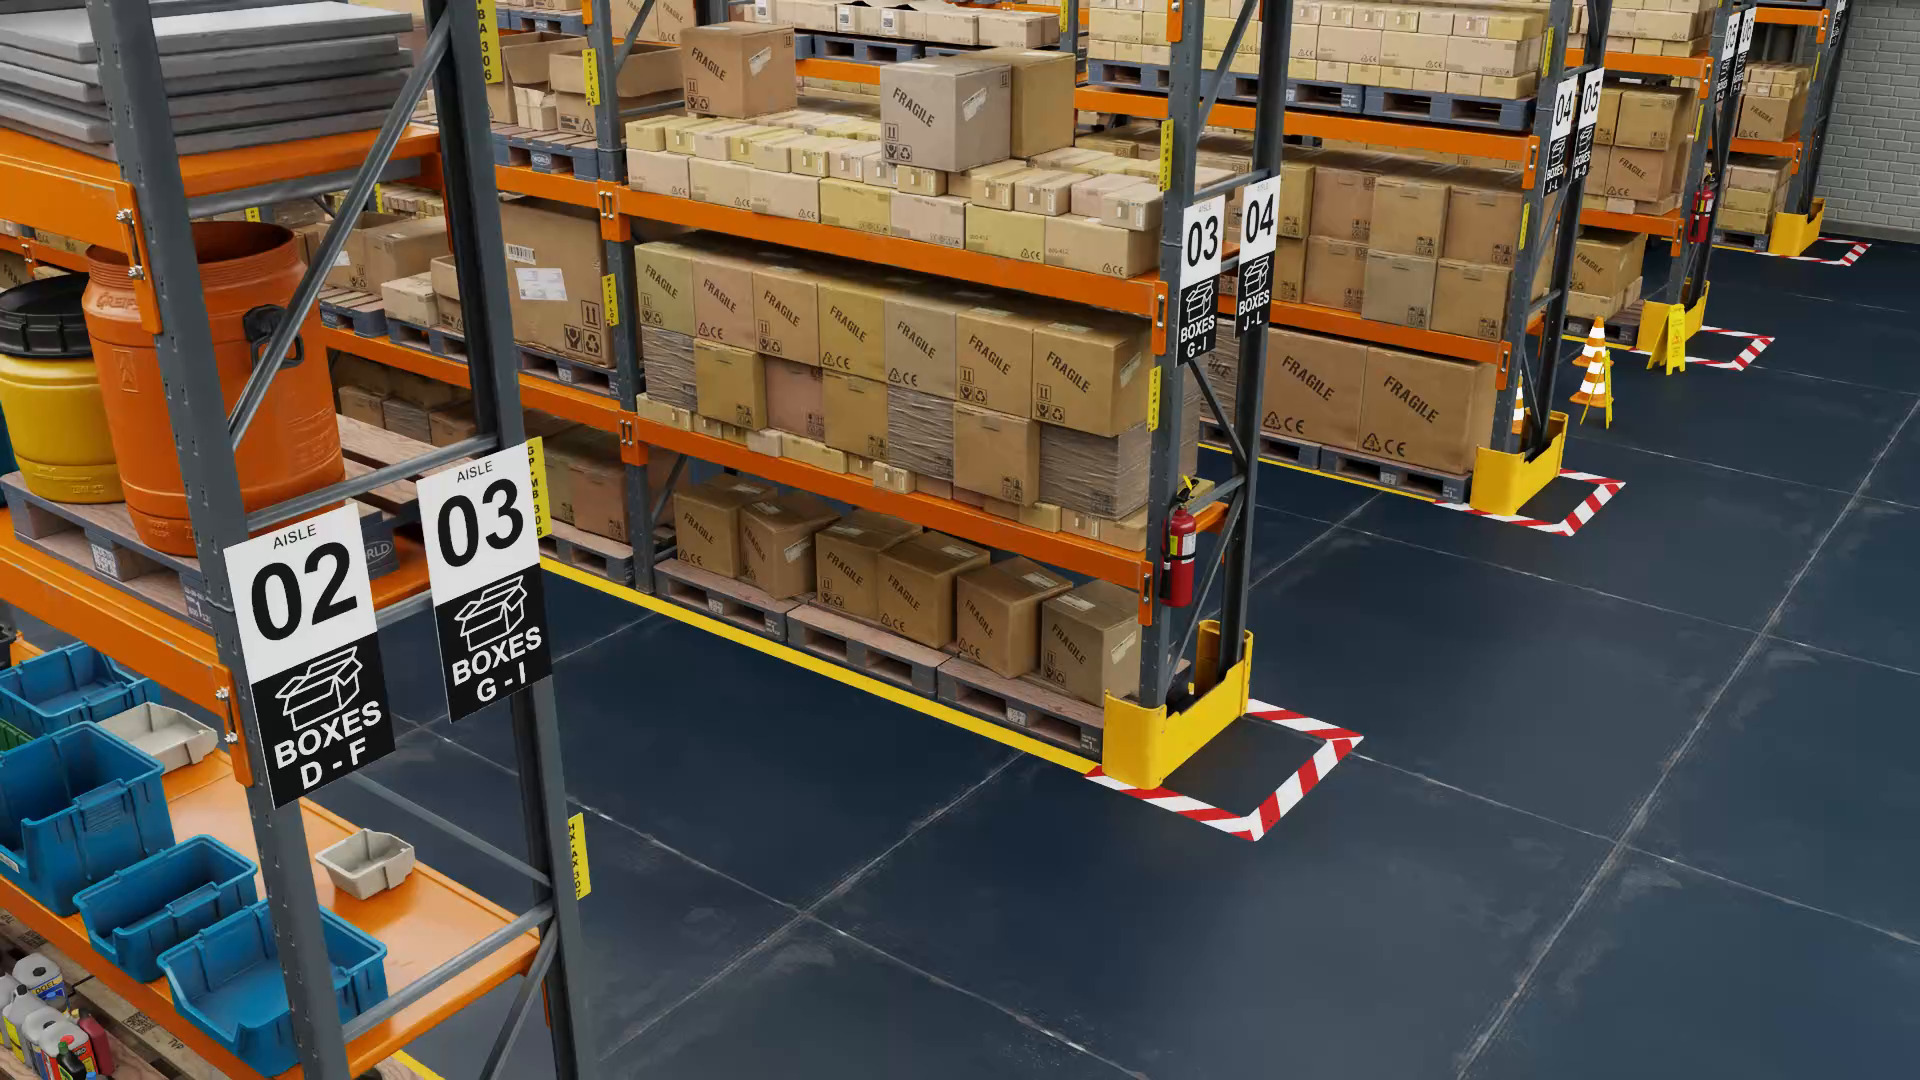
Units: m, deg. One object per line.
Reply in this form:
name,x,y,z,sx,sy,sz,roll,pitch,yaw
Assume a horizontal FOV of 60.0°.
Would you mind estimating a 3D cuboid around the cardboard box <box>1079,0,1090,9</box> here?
cardboard box,1.611,-6.518,19.480,0.500,0.500,0.700,17,29,33

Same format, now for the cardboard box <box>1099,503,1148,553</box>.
cardboard box,0.965,-0.088,9.041,0.250,0.149,0.380,17,29,33

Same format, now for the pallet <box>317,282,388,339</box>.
pallet,-4.451,-1.909,13.101,1.003,0.211,1.213,17,29,33

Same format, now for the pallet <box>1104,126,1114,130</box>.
pallet,2.467,-4.779,19.614,1.213,0.211,1.003,17,29,33

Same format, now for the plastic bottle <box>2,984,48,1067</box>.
plastic bottle,-3.818,1.964,6.813,0.185,0.351,0.144,18,30,35

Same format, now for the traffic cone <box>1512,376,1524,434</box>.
traffic cone,4.799,-1.202,14.404,0.334,0.463,0.336,17,29,33

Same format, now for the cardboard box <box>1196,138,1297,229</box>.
cardboard box,2.306,-2.936,13.667,0.550,0.550,0.875,17,29,33

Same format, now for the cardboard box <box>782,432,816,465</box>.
cardboard box,-0.878,-0.609,10.224,0.250,0.149,0.380,17,29,33

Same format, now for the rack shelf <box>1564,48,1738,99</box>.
rack shelf,5.660,-4.925,16.879,4.000,0.370,1.077,17,29,33

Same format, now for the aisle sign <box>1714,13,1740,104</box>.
aisle sign,7.136,-4.479,15.471,0.004,0.787,0.394,17,29,33

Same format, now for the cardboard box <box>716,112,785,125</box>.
cardboard box,-1.292,-2.575,10.345,0.250,0.149,0.380,17,29,34

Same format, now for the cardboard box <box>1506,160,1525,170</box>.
cardboard box,5.864,-3.867,16.813,0.500,0.500,0.500,17,29,33

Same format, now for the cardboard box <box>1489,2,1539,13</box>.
cardboard box,4.096,-3.881,12.296,0.250,0.149,0.380,17,29,34

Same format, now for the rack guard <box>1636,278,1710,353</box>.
rack guard,7.199,-2.272,16.787,0.348,0.500,1.175,17,29,33

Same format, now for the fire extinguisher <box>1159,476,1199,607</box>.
fire extinguisher,1.132,0.011,8.600,0.183,0.674,0.296,17,29,33

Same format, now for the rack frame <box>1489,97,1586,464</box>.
rack frame,4.372,-1.776,12.561,0.127,3.000,1.000,17,29,33

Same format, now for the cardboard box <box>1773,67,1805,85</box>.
cardboard box,9.821,-5.497,19.710,0.250,0.149,0.380,17,29,33

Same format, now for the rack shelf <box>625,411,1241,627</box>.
rack shelf,-0.284,-0.355,10.227,4.000,0.370,1.077,17,29,33

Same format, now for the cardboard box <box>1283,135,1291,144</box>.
cardboard box,3.482,-4.478,18.483,0.250,0.149,0.380,17,29,34

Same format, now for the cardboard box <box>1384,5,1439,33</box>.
cardboard box,3.287,-3.794,12.098,0.250,0.149,0.380,17,29,34

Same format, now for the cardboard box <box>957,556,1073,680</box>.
cardboard box,0.328,0.461,10.062,0.500,0.500,0.500,-17,29,-34

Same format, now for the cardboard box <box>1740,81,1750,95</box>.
cardboard box,9.395,-5.471,20.018,0.250,0.149,0.380,17,29,34

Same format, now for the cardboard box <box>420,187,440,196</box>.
cardboard box,-6.443,-4.302,20.570,0.250,0.149,0.380,15,28,31

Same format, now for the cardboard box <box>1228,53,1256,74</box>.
cardboard box,2.279,-3.734,12.951,0.250,0.149,0.380,17,29,33

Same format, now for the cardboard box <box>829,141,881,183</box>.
cardboard box,-0.516,-2.122,9.317,0.250,0.149,0.380,18,29,35

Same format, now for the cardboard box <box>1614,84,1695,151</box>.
cardboard box,6.720,-4.090,16.080,0.500,0.500,0.700,16,28,32

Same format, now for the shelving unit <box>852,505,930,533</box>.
shelving unit,-0.485,-0.369,11.599,0.503,1.200,0.258,14,28,29

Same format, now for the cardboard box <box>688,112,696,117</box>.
cardboard box,-2.905,-4.424,17.623,0.250,0.149,0.380,15,28,31

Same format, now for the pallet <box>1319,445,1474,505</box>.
pallet,3.685,-0.668,13.505,1.213,0.211,1.003,17,29,33

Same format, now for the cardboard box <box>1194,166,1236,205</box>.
cardboard box,1.235,-1.828,8.650,0.250,0.149,0.380,17,29,33

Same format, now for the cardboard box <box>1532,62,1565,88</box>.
cardboard box,4.290,-3.458,12.325,0.250,0.149,0.380,17,29,34

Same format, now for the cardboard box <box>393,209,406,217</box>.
cardboard box,-6.682,-4.015,20.288,0.250,0.149,0.380,15,28,31

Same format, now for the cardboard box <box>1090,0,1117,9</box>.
cardboard box,1.259,-4.406,13.488,0.250,0.149,0.380,17,29,34

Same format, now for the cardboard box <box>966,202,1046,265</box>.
cardboard box,0.377,-1.659,8.761,0.500,0.250,0.500,17,29,34

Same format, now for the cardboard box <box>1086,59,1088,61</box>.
cardboard box,1.809,-5.565,20.146,0.500,0.500,0.500,16,29,32

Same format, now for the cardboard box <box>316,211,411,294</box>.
cardboard box,-4.629,-2.255,13.003,0.500,0.500,0.500,13,27,27

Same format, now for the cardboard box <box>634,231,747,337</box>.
cardboard box,-1.677,-1.616,10.465,0.500,0.500,0.500,17,29,33

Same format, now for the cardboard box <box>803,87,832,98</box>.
cardboard box,-1.733,-5.915,22.140,0.500,0.250,0.500,16,28,32

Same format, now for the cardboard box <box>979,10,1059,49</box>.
cardboard box,0.510,-4.405,14.348,0.500,0.250,0.500,17,29,34

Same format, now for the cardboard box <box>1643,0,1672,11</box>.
cardboard box,6.629,-5.082,15.666,0.250,0.149,0.380,17,29,34

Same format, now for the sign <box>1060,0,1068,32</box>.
sign,0.854,-4.319,13.581,0.005,0.325,0.100,17,29,33

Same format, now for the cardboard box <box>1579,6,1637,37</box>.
cardboard box,6.295,-5.001,15.977,0.500,0.250,0.500,16,29,33

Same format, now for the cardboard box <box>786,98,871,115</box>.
cardboard box,-1.271,-3.980,16.200,0.500,0.500,0.700,16,29,33

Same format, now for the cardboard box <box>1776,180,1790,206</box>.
cardboard box,9.982,-4.344,20.657,0.500,0.250,0.500,17,29,34

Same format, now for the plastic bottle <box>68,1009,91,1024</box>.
plastic bottle,-3.623,2.026,6.856,0.097,0.201,0.097,0,24,0

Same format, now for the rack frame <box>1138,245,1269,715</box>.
rack frame,1.317,-0.200,8.985,0.127,3.000,1.000,17,29,33

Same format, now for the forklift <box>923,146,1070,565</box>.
forklift,0.594,-1.679,12.425,1.130,2.935,3.031,14,28,29

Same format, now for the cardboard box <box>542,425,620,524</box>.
cardboard box,-2.733,-0.502,12.224,0.500,0.500,0.700,17,29,33

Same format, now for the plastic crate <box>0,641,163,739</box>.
plastic crate,-3.806,0.678,7.175,0.616,0.251,0.499,17,29,33

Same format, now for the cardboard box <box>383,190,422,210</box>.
cardboard box,-6.759,-4.132,20.184,0.250,0.149,0.380,16,28,31

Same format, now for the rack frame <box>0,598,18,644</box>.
rack frame,-4.855,0.430,7.553,0.127,3.000,1.000,17,29,33

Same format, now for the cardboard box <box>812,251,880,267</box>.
cardboard box,-0.559,-1.545,10.304,0.500,0.500,0.500,17,29,33

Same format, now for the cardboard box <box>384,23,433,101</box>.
cardboard box,-4.053,-3.342,11.651,0.500,0.500,0.500,16,28,32
